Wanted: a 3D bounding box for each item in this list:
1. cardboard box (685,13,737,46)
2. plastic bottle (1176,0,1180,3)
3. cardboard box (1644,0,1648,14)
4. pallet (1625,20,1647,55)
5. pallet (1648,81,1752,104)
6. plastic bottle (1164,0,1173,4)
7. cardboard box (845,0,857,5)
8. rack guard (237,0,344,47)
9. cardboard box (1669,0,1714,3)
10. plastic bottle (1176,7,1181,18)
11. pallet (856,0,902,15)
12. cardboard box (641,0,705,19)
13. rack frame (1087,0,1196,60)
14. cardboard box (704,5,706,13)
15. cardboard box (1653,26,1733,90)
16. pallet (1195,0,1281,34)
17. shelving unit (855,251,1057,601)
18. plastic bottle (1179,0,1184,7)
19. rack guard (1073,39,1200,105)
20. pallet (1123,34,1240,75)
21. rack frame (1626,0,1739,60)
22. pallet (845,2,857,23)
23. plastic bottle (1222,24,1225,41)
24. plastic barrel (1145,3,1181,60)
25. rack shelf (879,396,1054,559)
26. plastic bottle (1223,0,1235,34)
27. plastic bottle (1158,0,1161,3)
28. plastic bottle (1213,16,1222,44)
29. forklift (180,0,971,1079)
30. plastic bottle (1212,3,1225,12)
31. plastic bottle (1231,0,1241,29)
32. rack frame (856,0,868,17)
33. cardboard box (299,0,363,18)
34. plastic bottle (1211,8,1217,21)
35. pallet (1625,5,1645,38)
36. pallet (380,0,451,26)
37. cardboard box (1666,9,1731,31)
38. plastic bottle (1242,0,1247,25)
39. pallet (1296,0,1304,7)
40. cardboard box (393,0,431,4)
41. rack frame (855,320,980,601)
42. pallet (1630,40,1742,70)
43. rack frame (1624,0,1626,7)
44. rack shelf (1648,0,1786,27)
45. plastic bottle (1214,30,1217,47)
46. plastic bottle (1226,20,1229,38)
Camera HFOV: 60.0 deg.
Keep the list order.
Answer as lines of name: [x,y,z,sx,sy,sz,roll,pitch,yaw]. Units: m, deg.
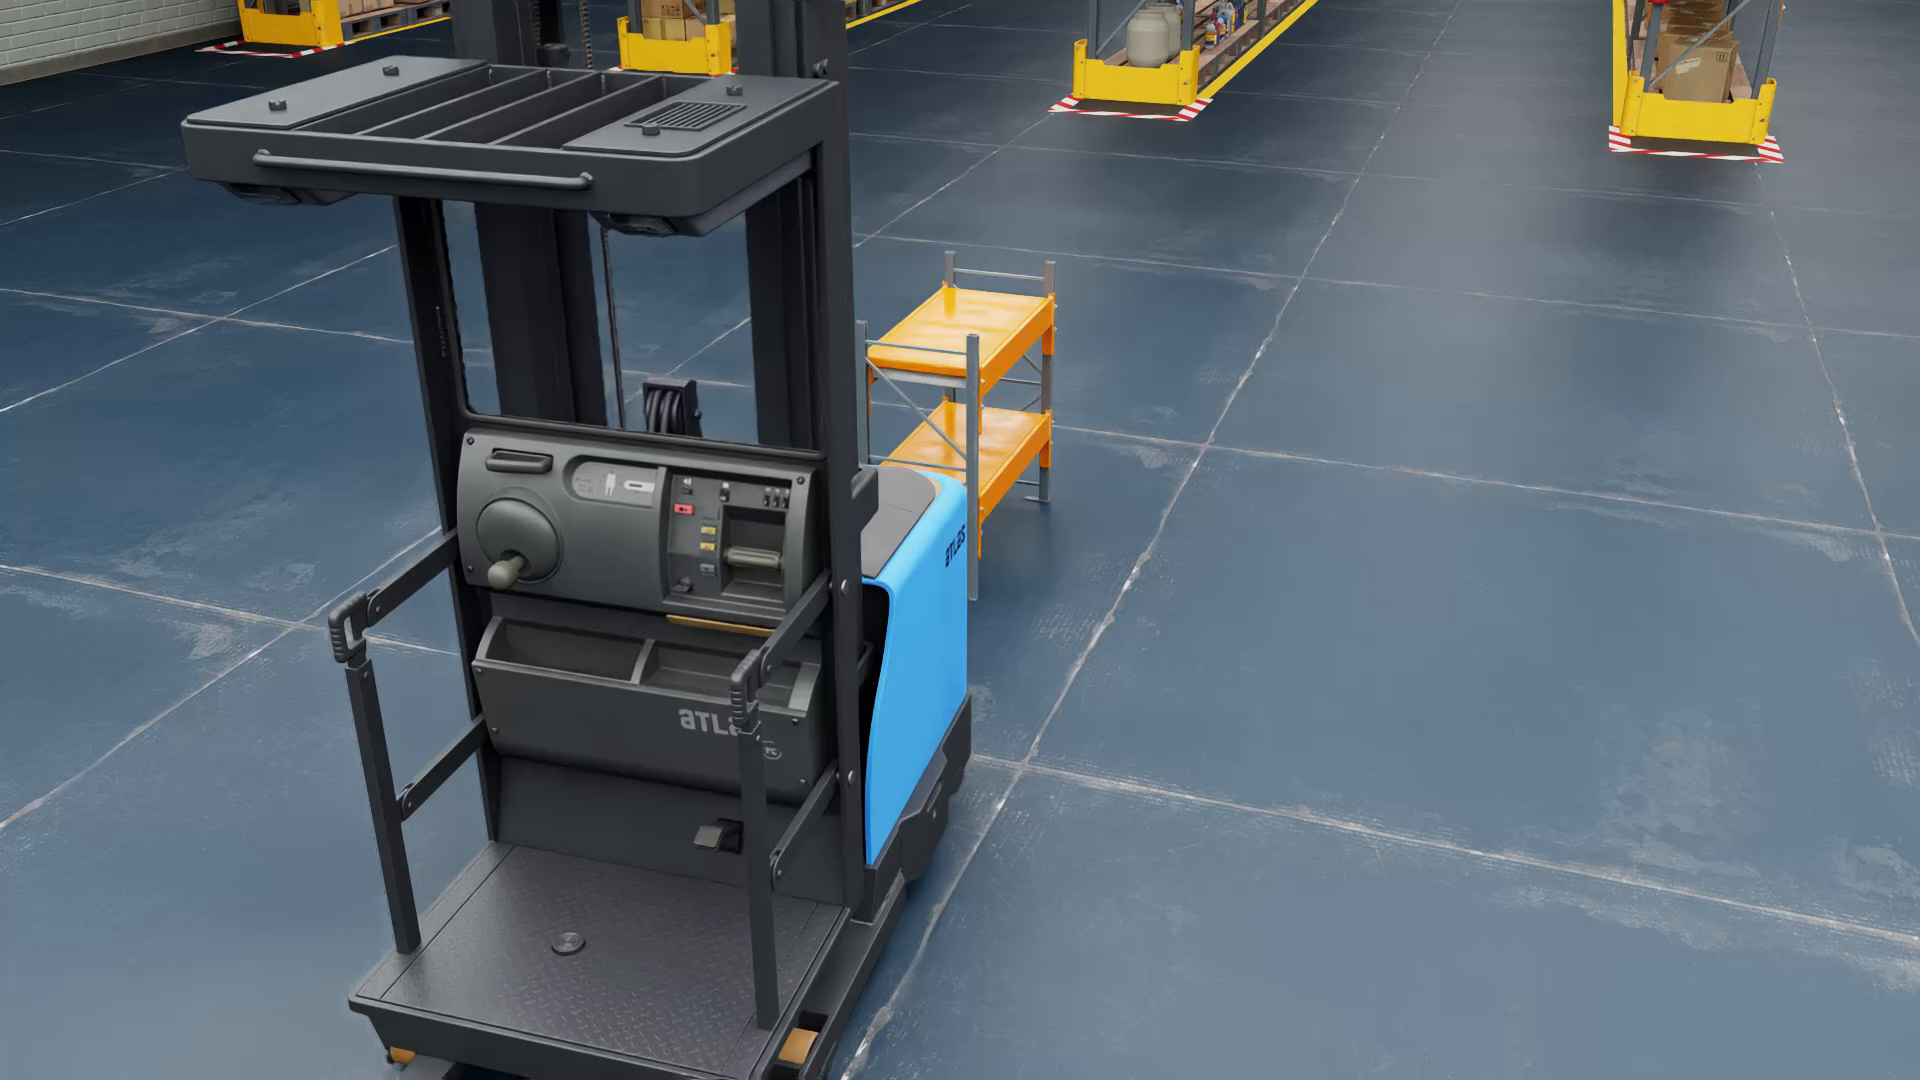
cardboard box: [-2.580,-5.437,17.711,0.500,0.250,0.500,9,27,17]
plastic bottle: [2.432,-5.990,18.799,0.152,0.276,0.135,10,27,19]
cardboard box: [8.291,-6.249,19.078,0.700,0.500,0.500,6,27,13]
pallet: [7.961,-5.569,18.509,1.003,0.211,1.213,9,27,17]
pallet: [6.702,-3.965,15.196,1.003,0.211,1.213,9,27,17]
plastic bottle: [2.310,-5.878,18.484,0.144,0.351,0.185,8,27,15]
cardboard box: [-1.585,-6.671,20.259,0.500,0.250,0.500,9,27,17]
rack guard: [-7.615,-5.921,18.905,1.175,0.500,0.348,9,27,17]
cardboard box: [7.533,-5.409,17.366,0.500,0.500,0.500,8,27,16]
plastic bottle: [2.317,-5.659,18.116,0.152,0.276,0.135,9,27,17]
pallet: [-1.428,-6.995,21.455,1.003,0.211,1.213,9,27,17]
cardboard box: [-3.070,-5.850,17.704,0.500,0.500,0.500,9,27,17]
rack frame: [1.702,-5.578,15.328,1.000,3.000,0.127,9,27,17]
cardboard box: [-2.913,-5.720,18.295,0.500,0.250,0.500,9,27,17]
cardboard box: [6.763,-4.428,15.341,0.500,0.500,0.500,17,30,31]
pallet: [3.258,-6.295,20.009,1.003,0.211,1.213,9,27,17]
shelving unit: [0.002,-0.509,7.011,0.538,1.125,1.048,9,27,17]
plastic bottle: [2.509,-5.935,18.601,0.144,0.351,0.185,9,27,17]
rack guard: [1.683,-4.491,15.952,1.175,0.500,0.348,9,27,17]
pallet: [2.366,-5.194,17.735,1.003,0.211,1.213,9,27,17]
rack frame: [7.704,-6.503,17.240,1.000,3.000,0.127,9,27,17]
pallet: [-1.941,-6.366,20.155,1.003,0.211,1.213,9,27,17]
plastic bottle: [2.779,-5.439,17.748,0.097,0.201,0.097,0,26,0]
plastic barrel: [2.016,-5.135,16.786,0.421,0.512,0.421,0,26,0]
rack shelf: [0.002,-0.289,7.117,0.538,0.278,1.000,9,27,17]
plastic bottle: [2.919,-5.709,18.135,0.144,0.351,0.185,9,27,17]
plastic bottle: [2.169,-5.704,18.123,0.144,0.351,0.185,9,27,17]
plastic bottle: [2.713,-5.389,17.564,0.097,0.271,0.097,0,26,0]
forklift: [-0.864,0.000,3.888,1.130,2.935,3.031,7,27,15]
plastic bottle: [2.879,-5.820,18.448,0.152,0.276,0.135,9,27,17]
plastic bottle: [3.027,-5.842,18.409,0.144,0.351,0.185,7,27,15]
rack frame: [-1.637,-7.942,20.210,1.000,3.000,0.127,9,27,17]
cardboard box: [-7.325,-6.274,19.346,0.500,0.311,0.500,6,26,12]
plastic bottle: [2.761,-5.628,18.044,0.061,0.283,0.133,9,27,17]
pallet: [8.366,-6.072,19.548,1.003,0.211,1.213,9,27,17]
pallet: [-6.904,-6.619,20.679,1.003,0.211,1.213,9,27,17]
cardboard box: [7.217,-4.906,16.327,0.500,0.500,0.500,6,27,13]
plastic bottle: [3.184,-5.952,18.712,0.061,0.283,0.133,10,28,20]
pallet: [4.070,-7.298,22.080,1.003,0.211,1.213,9,27,17]
cardboard box: [-6.844,-6.887,20.396,0.700,0.500,0.500,7,27,14]
rack frame: [-0.167,-0.300,6.579,0.500,1.125,0.032,9,27,17]
pallet: [7.514,-4.967,17.267,1.003,0.211,1.213,9,27,17]
rack frame: [9.035,-8.147,20.635,1.000,3.000,0.127,9,27,17]
rack shelf: [7.038,-5.358,15.699,1.077,0.370,4.000,9,27,17]
plastic bottle: [2.634,-5.259,17.376,0.097,0.201,0.097,0,26,0]
plastic bottle: [2.848,-5.524,17.922,0.097,0.201,0.097,0,26,0]
